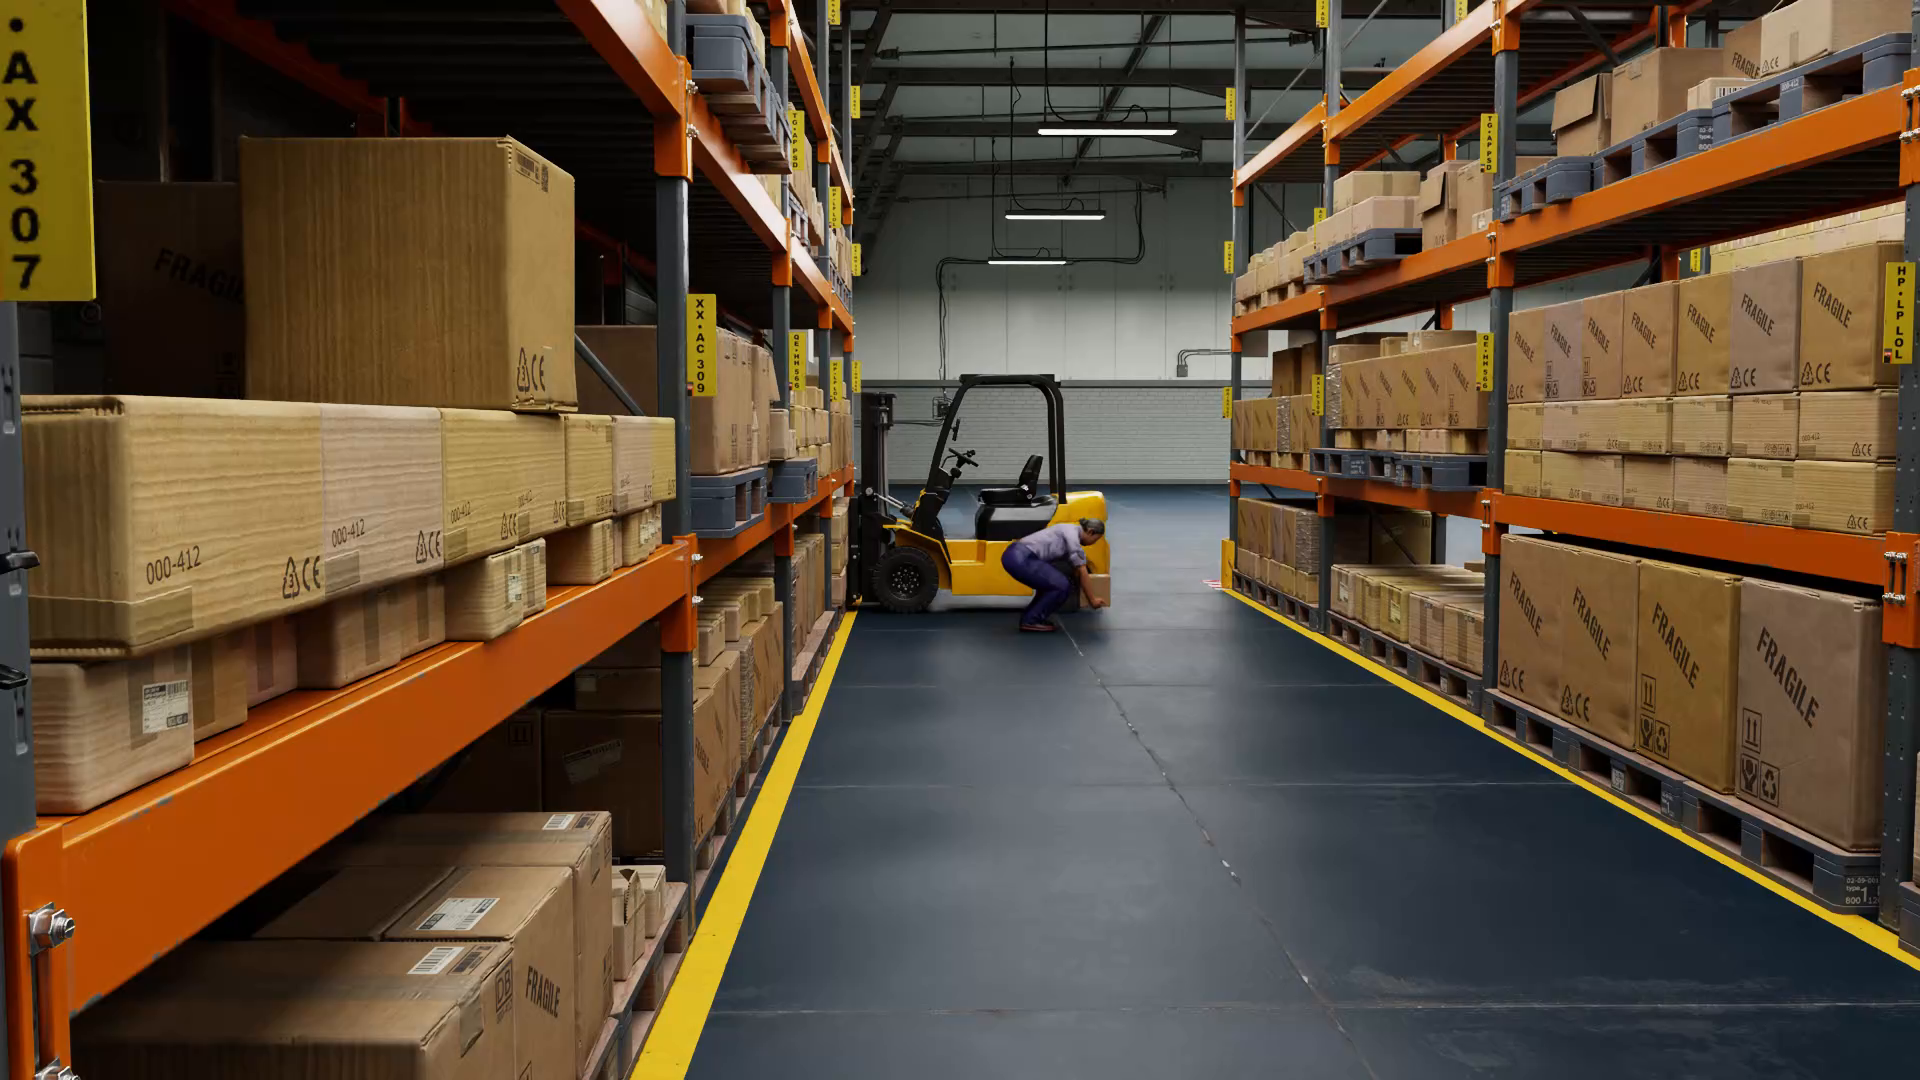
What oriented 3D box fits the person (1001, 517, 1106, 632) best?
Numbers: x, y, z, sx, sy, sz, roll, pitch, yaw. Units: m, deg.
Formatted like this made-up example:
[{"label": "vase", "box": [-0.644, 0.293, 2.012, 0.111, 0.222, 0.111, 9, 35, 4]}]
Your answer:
[{"label": "person", "box": [0.772, 0.280, 13.782, 0.862, 0.939, 0.519, 0, 4, -3]}]
